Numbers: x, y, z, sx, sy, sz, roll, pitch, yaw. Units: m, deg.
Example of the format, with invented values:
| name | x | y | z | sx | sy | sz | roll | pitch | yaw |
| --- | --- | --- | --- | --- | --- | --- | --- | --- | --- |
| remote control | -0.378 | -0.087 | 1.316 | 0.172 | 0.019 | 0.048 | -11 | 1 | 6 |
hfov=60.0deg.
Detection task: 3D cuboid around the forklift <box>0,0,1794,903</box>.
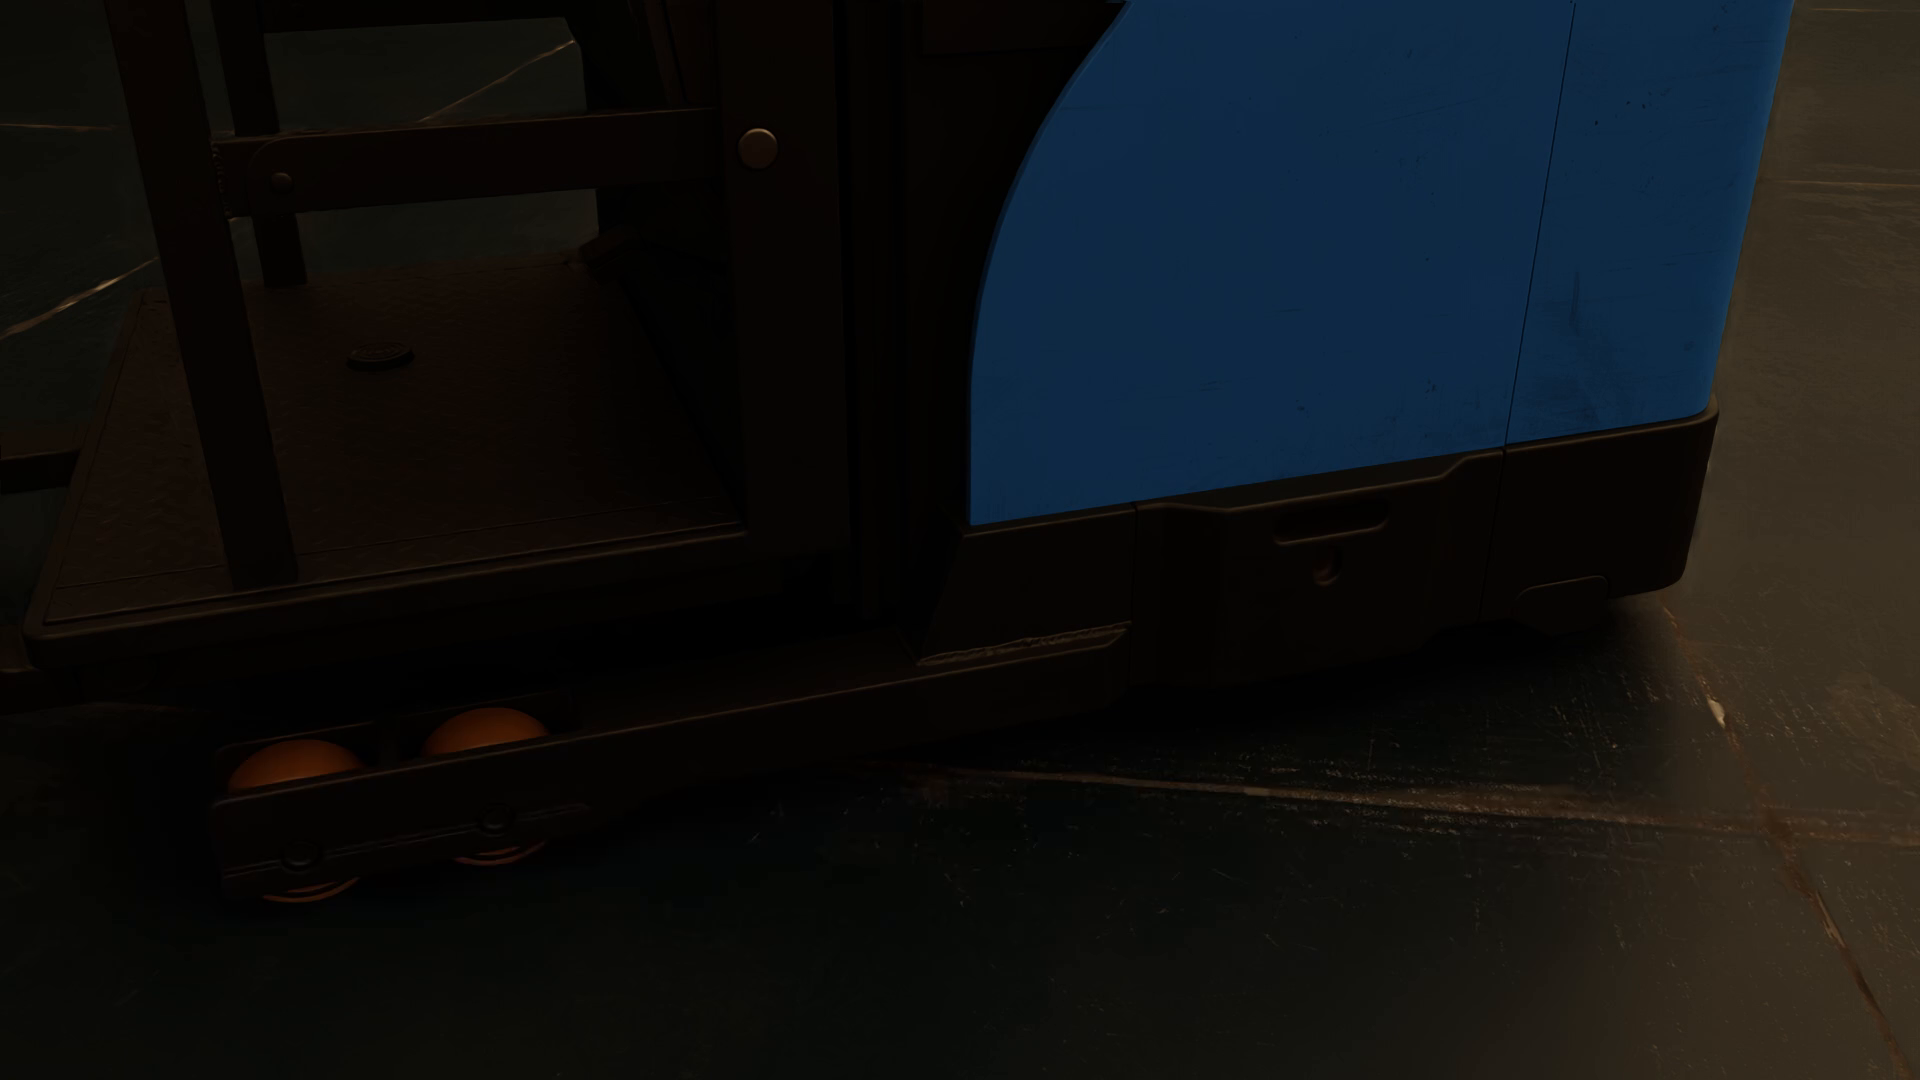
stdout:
| name | x | y | z | sx | sy | sz | roll | pitch | yaw |
| --- | --- | --- | --- | --- | --- | --- | --- | --- | --- |
| forklift | -0.583 | -1.198 | 1.618 | 3.031 | 2.935 | 1.130 | -9 | 28 | -17 |
